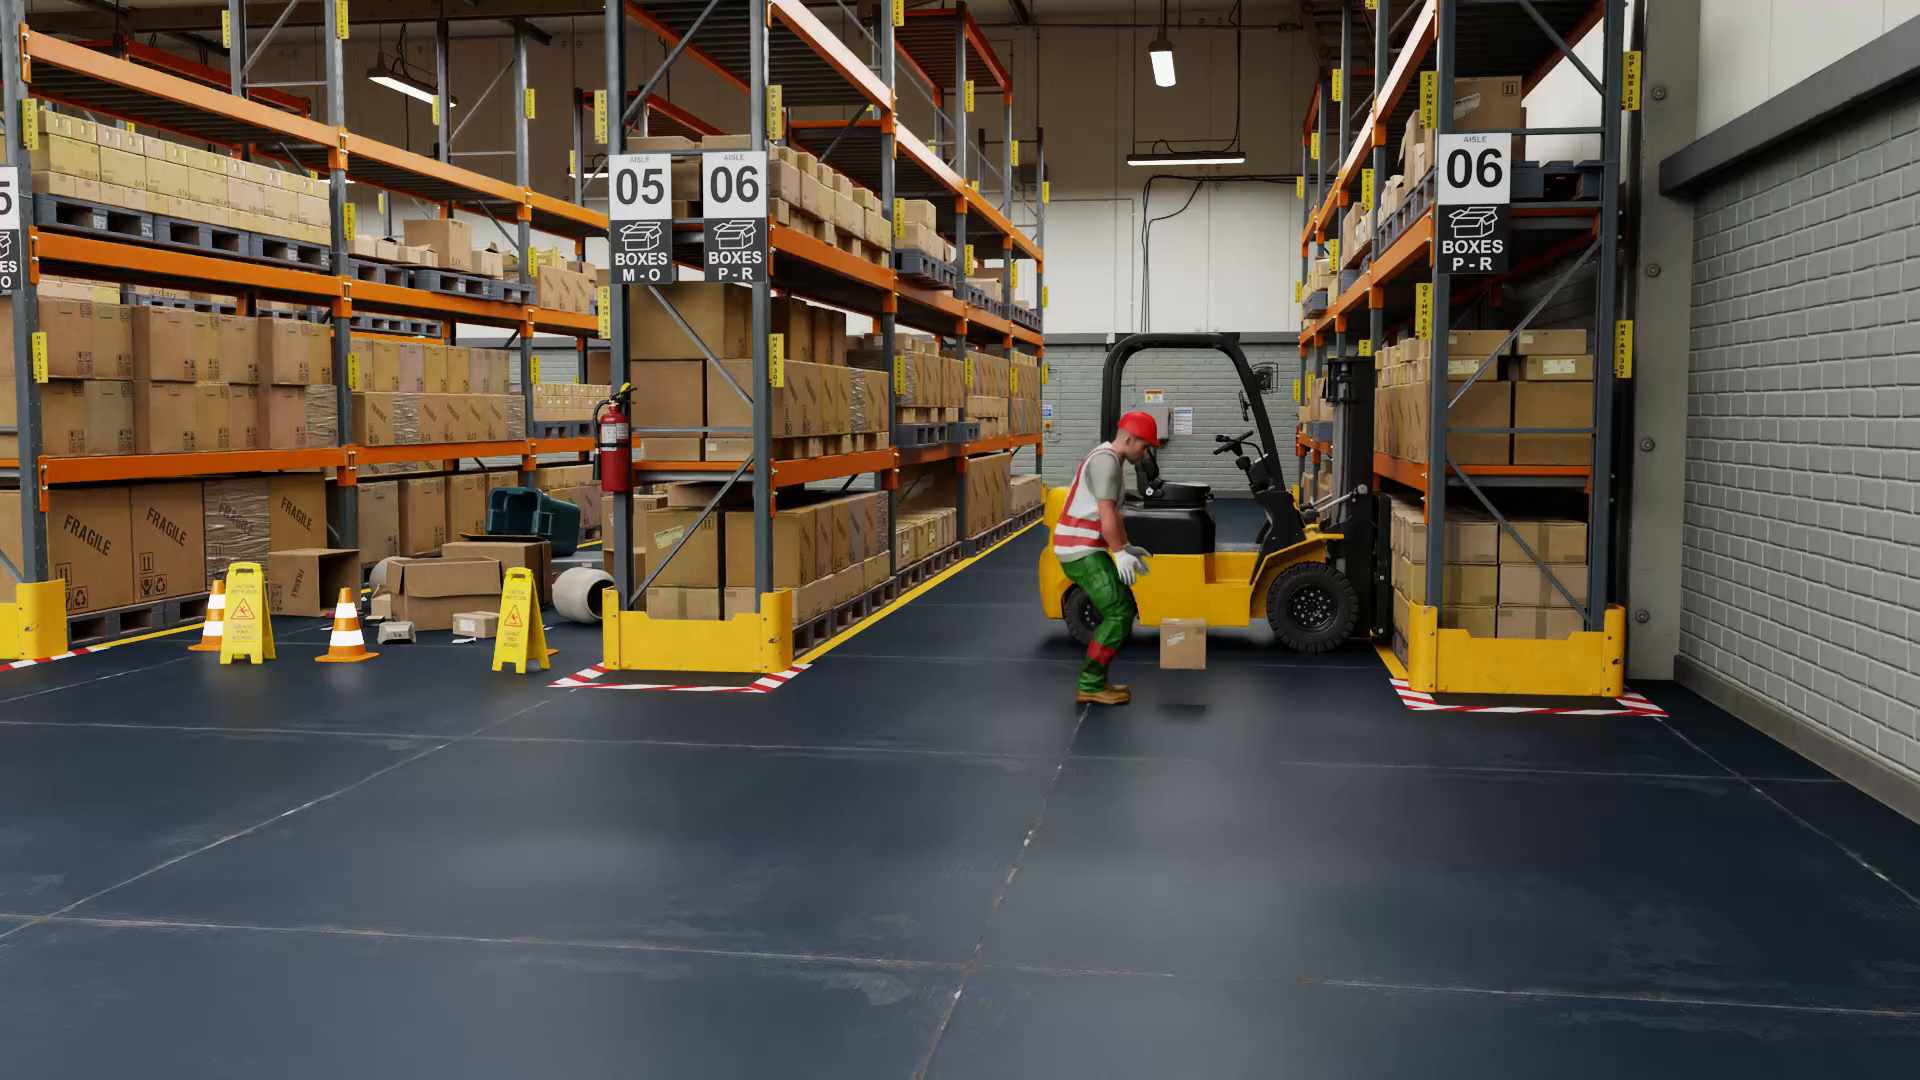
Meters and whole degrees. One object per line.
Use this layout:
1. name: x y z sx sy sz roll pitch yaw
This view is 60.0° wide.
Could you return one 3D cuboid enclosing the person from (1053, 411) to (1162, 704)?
1. person: 0.831 0.087 9.367 0.602 1.627 0.568 1 4 10
